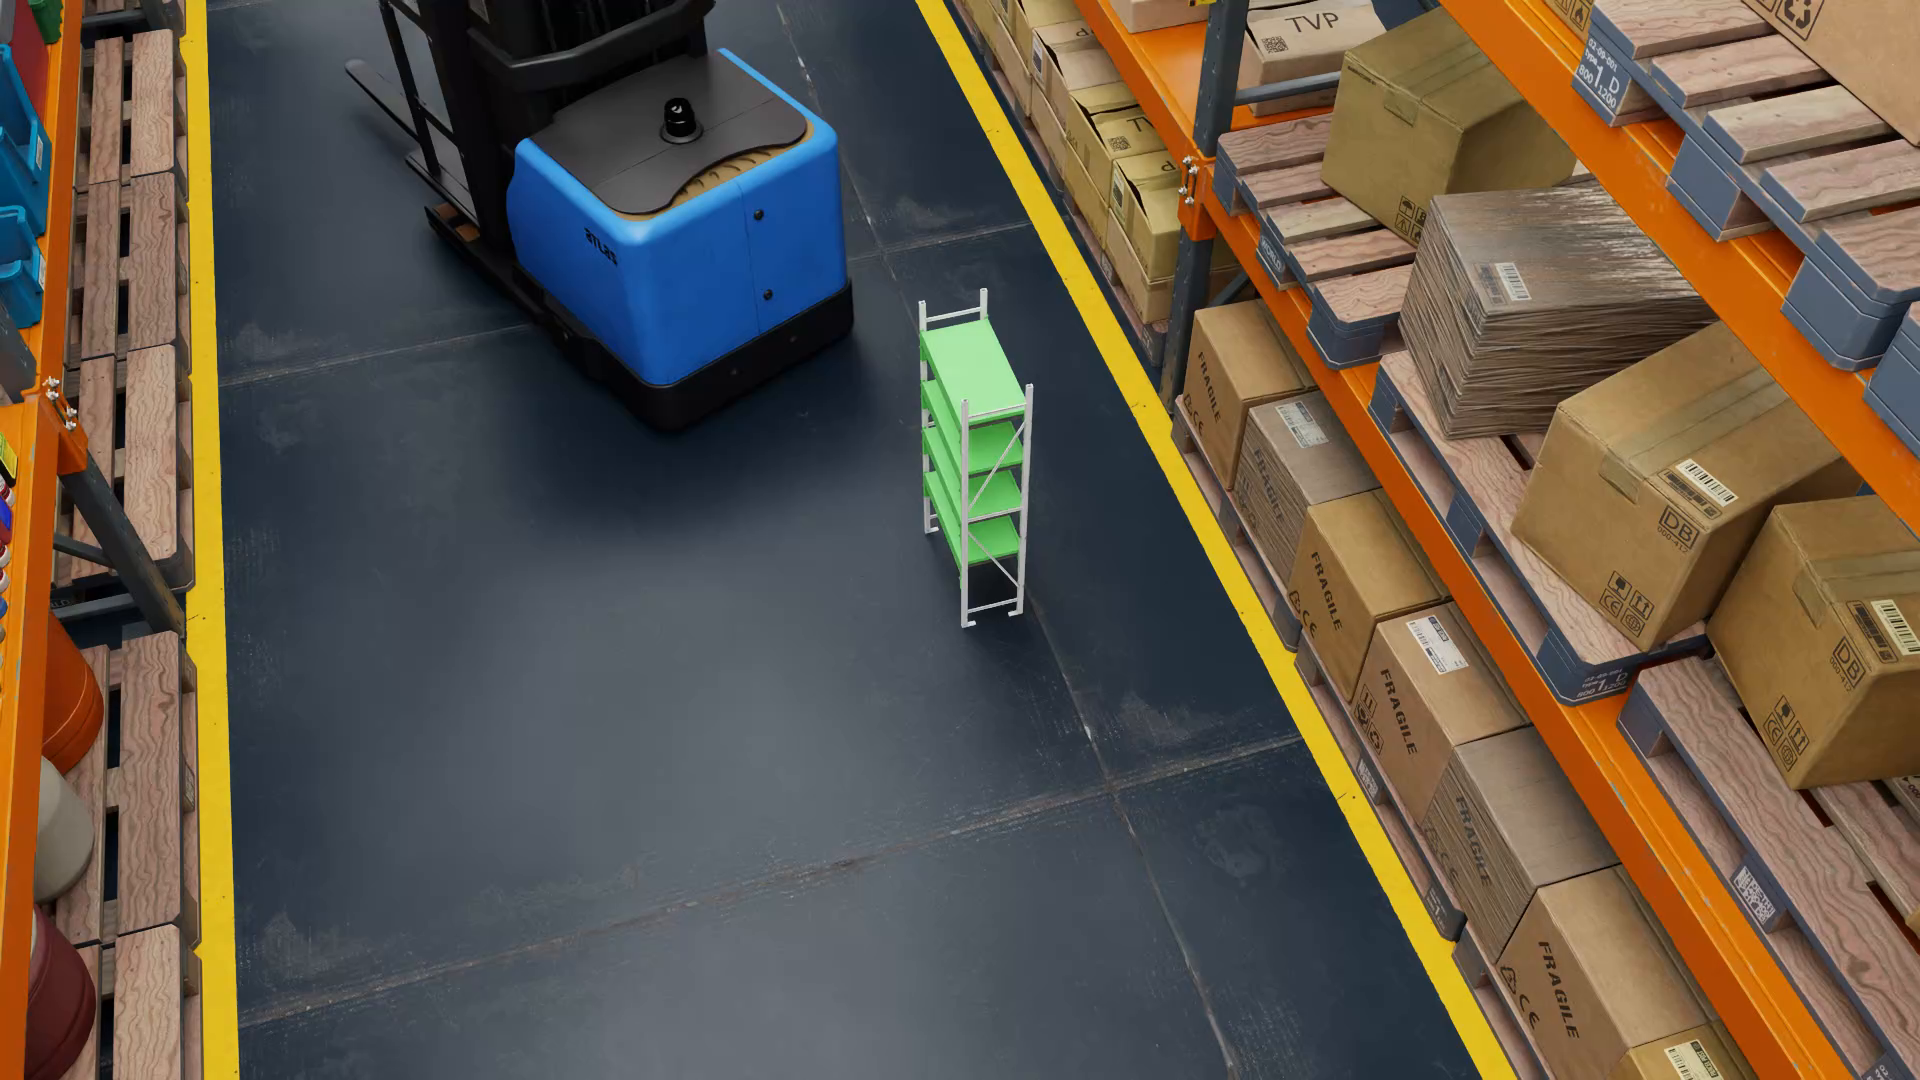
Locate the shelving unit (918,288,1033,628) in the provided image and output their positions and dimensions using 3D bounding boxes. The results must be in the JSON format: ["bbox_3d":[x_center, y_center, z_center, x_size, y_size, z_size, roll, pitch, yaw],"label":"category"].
[{"bbox_3d":[0.049,-0.266,5.979,0.258,1.200,0.503,-13,51,-11],"label":"shelving unit"}]

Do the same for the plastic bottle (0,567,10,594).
[{"bbox_3d":[-2.755,0.065,4.653,0.097,0.201,0.097,0,50,0],"label":"plastic bottle"}]

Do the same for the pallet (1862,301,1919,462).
[{"bbox_3d":[2.395,-0.120,2.840,1.213,0.211,1.003,-13,51,-11],"label":"pallet"}]

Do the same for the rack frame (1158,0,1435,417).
[{"bbox_3d":[1.337,-1.643,5.963,1.000,3.000,0.127,-13,51,-11],"label":"rack frame"}]

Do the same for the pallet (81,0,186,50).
[{"bbox_3d":[-4.737,-3.049,8.972,1.003,0.211,1.213,-13,51,-11],"label":"pallet"}]

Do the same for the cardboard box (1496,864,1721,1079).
[{"bbox_3d":[1.962,1.283,4.843,0.500,0.500,0.500,-13,51,-11],"label":"cardboard box"}]

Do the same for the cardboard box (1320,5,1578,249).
[{"bbox_3d":[1.631,-1.376,5.398,0.700,0.500,0.500,-30,56,-23],"label":"cardboard box"}]

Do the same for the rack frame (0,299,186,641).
[{"bbox_3d":[-3.395,-0.526,5.021,1.000,3.000,0.127,-13,51,-11],"label":"rack frame"}]

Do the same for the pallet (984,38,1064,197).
[{"bbox_3d":[0.774,-2.244,8.293,1.003,0.211,1.213,-13,51,-11],"label":"pallet"}]

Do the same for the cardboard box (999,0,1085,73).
[{"bbox_3d":[0.495,-2.514,7.854,0.500,0.311,0.500,-12,51,-10],"label":"cardboard box"}]

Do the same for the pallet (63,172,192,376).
[{"bbox_3d":[-3.945,-1.091,7.322,1.003,0.211,1.213,-13,51,-11],"label":"pallet"}]

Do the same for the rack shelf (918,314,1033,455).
[{"bbox_3d":[0.049,-0.534,5.661,0.258,0.148,0.480,-13,51,-11],"label":"rack shelf"}]

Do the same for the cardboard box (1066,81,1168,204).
[{"bbox_3d":[0.787,-1.778,7.234,0.500,0.311,0.500,-14,51,-12],"label":"cardboard box"}]

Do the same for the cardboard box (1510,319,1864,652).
[{"bbox_3d":[1.939,-0.166,4.378,0.700,0.500,0.500,-25,54,-20],"label":"cardboard box"}]

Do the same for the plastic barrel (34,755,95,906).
[{"bbox_3d":[-2.982,0.886,5.183,0.421,0.512,0.421,0,50,0],"label":"plastic barrel"}]

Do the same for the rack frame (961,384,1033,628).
[{"bbox_3d":[0.121,-0.088,5.829,0.240,1.200,0.015,-13,51,-11],"label":"rack frame"}]

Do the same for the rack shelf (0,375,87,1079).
[{"bbox_3d":[-2.804,1.167,4.065,1.077,0.370,4.000,-13,51,-11],"label":"rack shelf"}]

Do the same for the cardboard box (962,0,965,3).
[{"bbox_3d":[0.187,-3.090,8.706,0.500,0.250,0.500,-12,51,-10],"label":"cardboard box"}]

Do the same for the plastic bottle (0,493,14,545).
[{"bbox_3d":[-2.800,-0.121,4.756,0.061,0.283,0.133,-13,51,-11],"label":"plastic bottle"}]

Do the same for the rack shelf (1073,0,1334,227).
[{"bbox_3d":[0.746,-2.872,7.470,1.077,0.370,4.000,-13,51,-11],"label":"rack shelf"}]

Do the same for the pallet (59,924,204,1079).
[{"bbox_3d":[-2.765,1.829,4.860,1.003,0.211,1.213,-13,51,-11],"label":"pallet"}]

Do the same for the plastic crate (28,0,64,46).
[{"bbox_3d":[-3.794,-2.171,6.547,0.450,0.188,0.662,-13,51,-11],"label":"plastic crate"}]

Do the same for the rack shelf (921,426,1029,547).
[{"bbox_3d":[0.049,-0.225,6.028,0.258,0.148,0.480,-13,51,-11],"label":"rack shelf"}]

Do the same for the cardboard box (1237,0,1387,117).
[{"bbox_3d":[1.272,-1.890,6.229,0.500,0.311,0.500,-10,51,-9],"label":"cardboard box"}]

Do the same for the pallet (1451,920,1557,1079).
[{"bbox_3d":[2.244,1.591,5.060,1.003,0.211,1.213,-13,51,-11],"label":"pallet"}]

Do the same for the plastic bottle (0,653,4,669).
[{"bbox_3d":[-2.668,0.256,4.446,0.097,0.271,0.097,0,50,0],"label":"plastic bottle"}]

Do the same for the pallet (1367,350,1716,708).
[{"bbox_3d":[1.917,-0.162,4.840,1.003,0.211,1.213,-13,51,-11],"label":"pallet"}]

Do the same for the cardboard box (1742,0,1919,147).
[{"bbox_3d":[2.045,-1.247,3.261,0.600,0.600,0.600,-15,52,-12],"label":"cardboard box"}]

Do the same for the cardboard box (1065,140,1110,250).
[{"bbox_3d":[0.793,-1.597,7.448,0.500,0.250,0.500,-14,51,-11],"label":"cardboard box"}]

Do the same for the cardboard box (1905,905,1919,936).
[{"bbox_3d":[2.594,0.714,3.636,0.700,0.500,0.500,-30,56,-23],"label":"cardboard box"}]

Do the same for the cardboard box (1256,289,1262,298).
[{"bbox_3d":[1.463,-1.341,7.232,0.500,0.250,0.500,-13,51,-11],"label":"cardboard box"}]

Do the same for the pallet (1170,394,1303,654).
[{"bbox_3d":[1.522,-0.191,6.562,1.003,0.211,1.213,-13,51,-11],"label":"pallet"}]

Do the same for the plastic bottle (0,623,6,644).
[{"bbox_3d":[-2.697,0.207,4.533,0.097,0.201,0.097,0,50,0],"label":"plastic bottle"}]

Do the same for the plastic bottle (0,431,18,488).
[{"bbox_3d":[-2.868,-0.289,4.898,0.061,0.283,0.133,-13,51,-11],"label":"plastic bottle"}]

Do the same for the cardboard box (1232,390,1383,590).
[{"bbox_3d":[1.359,-0.201,6.095,0.500,0.500,0.500,-15,51,-12],"label":"cardboard box"}]

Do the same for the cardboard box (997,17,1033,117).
[{"bbox_3d":[0.492,-2.340,8.074,0.500,0.250,0.500,-12,51,-10],"label":"cardboard box"}]

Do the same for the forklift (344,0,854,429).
[{"bbox_3d":[-1.807,-2.455,6.692,1.130,2.935,3.031,-34,58,-25],"label":"forklift"}]

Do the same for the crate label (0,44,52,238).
[{"bbox_3d":[-3.431,-1.324,5.671,0.502,0.435,0.616,-13,51,-11],"label":"crate label"}]

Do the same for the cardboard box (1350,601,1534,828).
[{"bbox_3d":[1.662,0.546,5.464,0.500,0.500,0.500,-15,51,-12],"label":"cardboard box"}]
